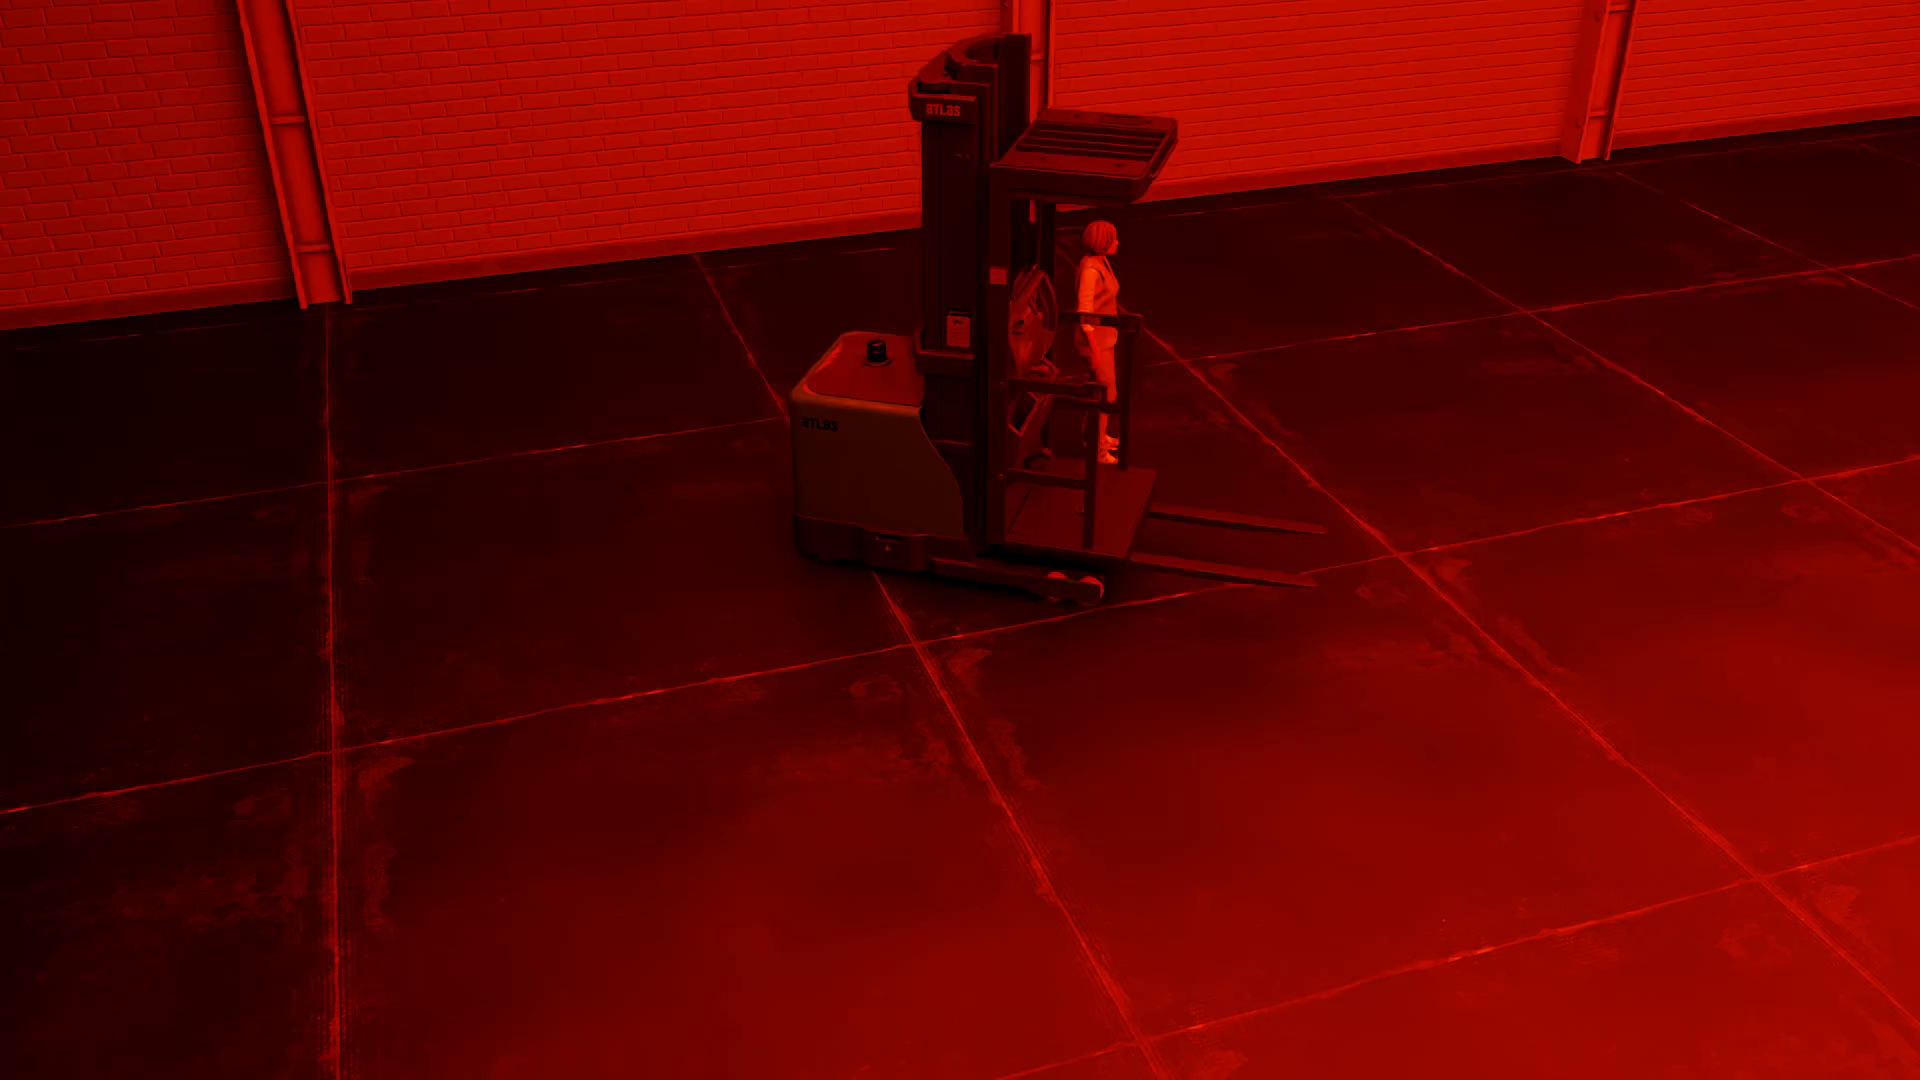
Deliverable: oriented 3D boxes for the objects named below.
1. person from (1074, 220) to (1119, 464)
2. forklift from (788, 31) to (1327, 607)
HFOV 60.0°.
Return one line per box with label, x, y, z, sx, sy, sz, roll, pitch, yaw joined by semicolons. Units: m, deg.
person;0.924;-1.261;10.615;0.401;1.600;0.530;5;30;8
forklift;0.592;-1.191;9.156;3.031;2.935;1.130;8;31;14
